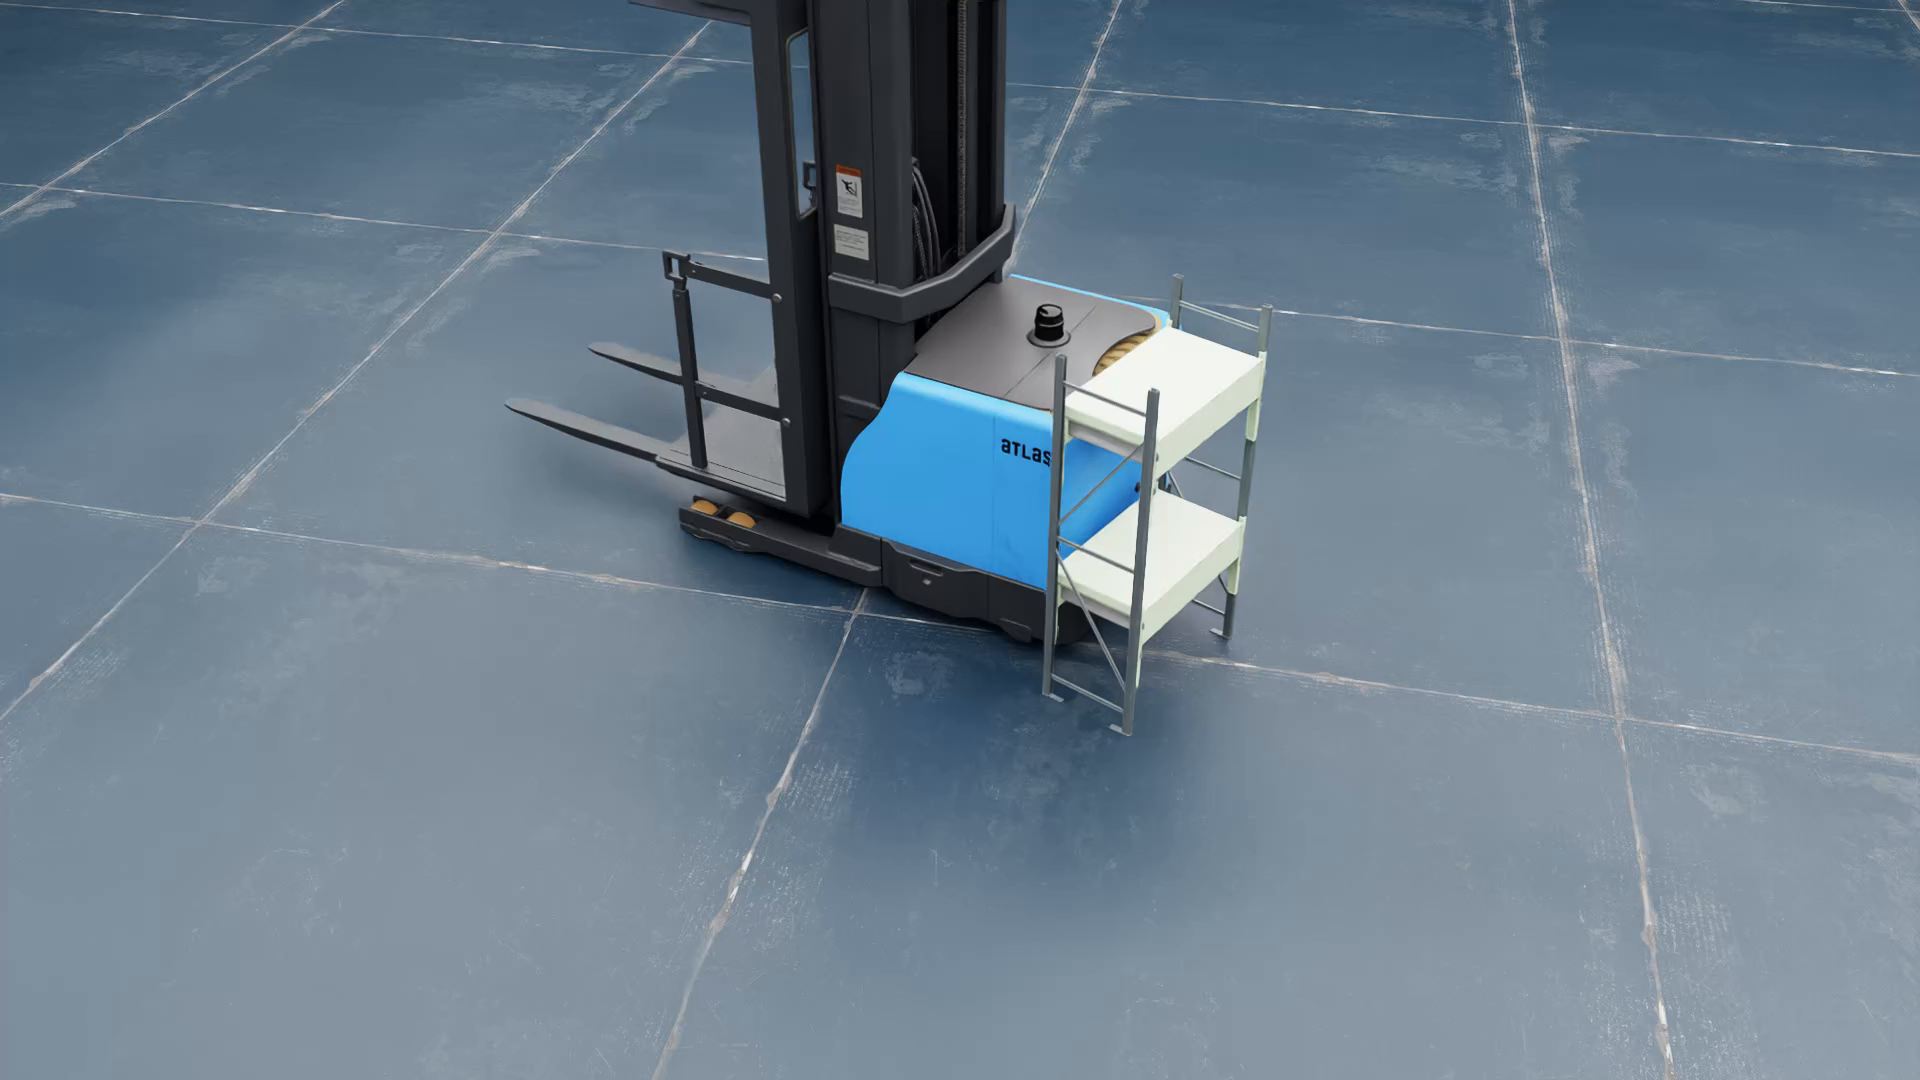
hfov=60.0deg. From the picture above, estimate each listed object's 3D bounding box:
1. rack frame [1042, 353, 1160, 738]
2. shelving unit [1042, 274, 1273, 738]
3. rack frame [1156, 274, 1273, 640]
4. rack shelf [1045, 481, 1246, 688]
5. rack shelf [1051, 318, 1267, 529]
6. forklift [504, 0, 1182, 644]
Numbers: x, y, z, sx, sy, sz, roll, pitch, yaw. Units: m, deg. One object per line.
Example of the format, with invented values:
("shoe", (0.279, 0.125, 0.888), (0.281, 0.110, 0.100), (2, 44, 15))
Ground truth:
("rack frame", (0.482, 0.057, 5.893), (0.400, 1.500, 0.023), (25, 43, 30))
("shelving unit", (0.708, -0.111, 6.126), (0.431, 1.500, 0.755), (25, 43, 30))
("rack frame", (0.934, -0.280, 6.359), (0.400, 1.500, 0.023), (25, 43, 30))
("rack shelf", (0.708, 0.153, 6.317), (0.431, 0.370, 0.720), (25, 43, 30))
("rack shelf", (0.708, -0.427, 5.897), (0.431, 0.370, 0.720), (25, 43, 30))
("forklift", (-0.637, -1.390, 6.670), (3.031, 2.935, 1.130), (18, 40, 23))
